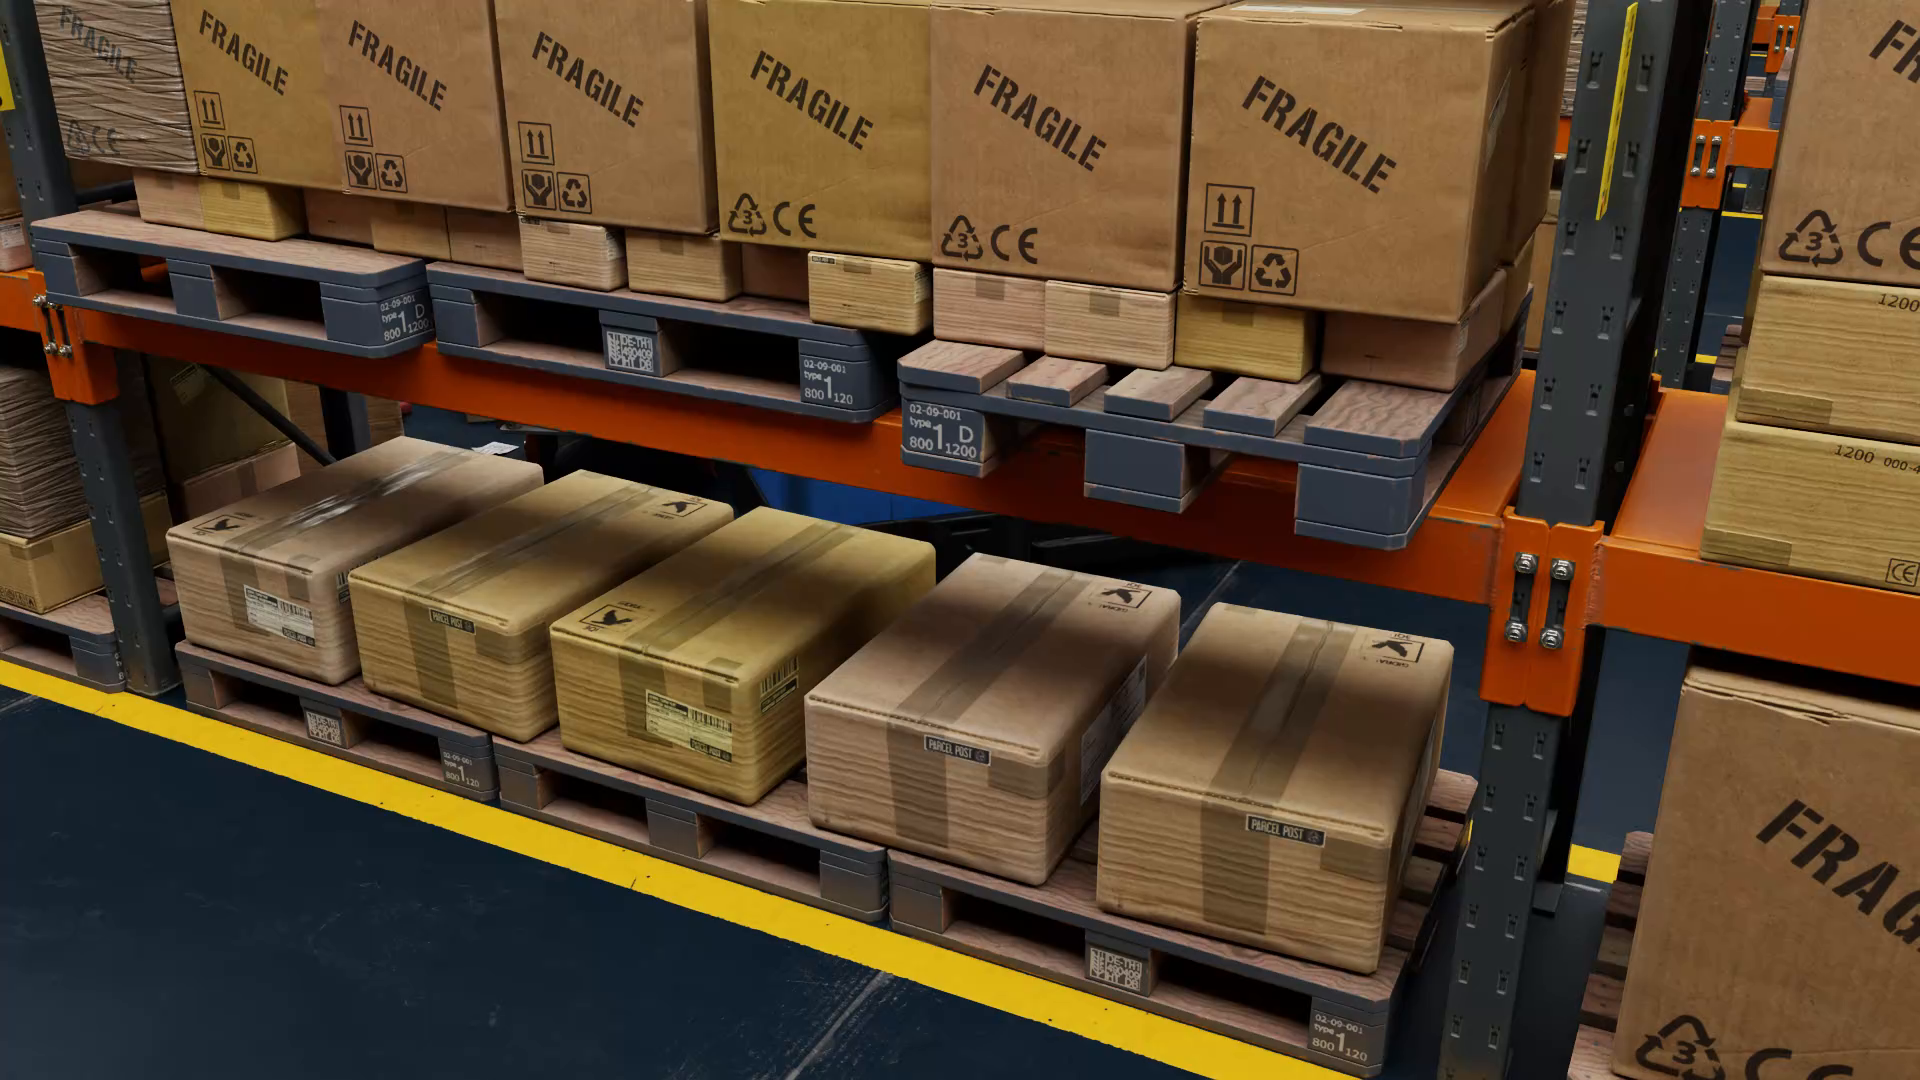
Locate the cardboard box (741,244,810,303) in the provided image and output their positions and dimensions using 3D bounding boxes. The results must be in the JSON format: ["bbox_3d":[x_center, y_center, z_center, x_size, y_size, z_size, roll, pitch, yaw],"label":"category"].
[{"bbox_3d":[-0.283,-0.652,3.735,0.250,0.149,0.380,11,26,25],"label":"cardboard box"}]

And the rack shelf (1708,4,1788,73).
[{"bbox_3d":[3.959,-3.852,12.393,4.000,0.370,1.077,11,25,25],"label":"rack shelf"}]

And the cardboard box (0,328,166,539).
[{"bbox_3d":[-2.946,-0.359,5.279,0.500,0.500,0.500,11,25,24],"label":"cardboard box"}]

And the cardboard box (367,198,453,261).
[{"bbox_3d":[-1.229,-0.814,4.116,0.250,0.149,0.380,12,26,25],"label":"cardboard box"}]

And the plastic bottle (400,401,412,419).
[{"bbox_3d":[-2.602,-0.605,7.596,0.283,0.061,0.133,16,28,33],"label":"plastic bottle"}]

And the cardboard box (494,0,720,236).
[{"bbox_3d":[-0.662,-1.001,3.726,0.500,0.500,0.500,10,25,22],"label":"cardboard box"}]

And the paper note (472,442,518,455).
[{"bbox_3d":[-2.000,-0.398,7.147,0.142,0.019,0.148,11,25,25],"label":"paper note"}]

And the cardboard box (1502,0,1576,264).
[{"bbox_3d":[0.976,-0.905,3.501,0.500,0.500,0.500,10,25,23],"label":"cardboard box"}]

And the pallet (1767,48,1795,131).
[{"bbox_3d":[4.100,-1.938,7.220,1.003,0.211,1.213,11,25,25],"label":"pallet"}]

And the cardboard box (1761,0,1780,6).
[{"bbox_3d":[9.639,-6.481,19.918,0.500,0.311,0.500,12,26,26],"label":"cardboard box"}]

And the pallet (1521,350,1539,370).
[{"bbox_3d":[2.746,-0.997,8.326,1.213,0.211,1.003,11,25,25],"label":"pallet"}]

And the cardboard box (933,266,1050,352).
[{"bbox_3d":[0.136,-0.520,3.424,0.250,0.149,0.380,10,25,22],"label":"cardboard box"}]

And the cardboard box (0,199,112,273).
[{"bbox_3d":[-2.721,-0.910,4.877,0.250,0.149,0.380,11,25,24],"label":"cardboard box"}]

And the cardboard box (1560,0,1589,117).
[{"bbox_3d":[2.893,-2.147,7.338,0.500,0.500,0.500,11,25,25],"label":"cardboard box"}]

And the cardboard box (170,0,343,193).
[{"bbox_3d":[-1.561,-1.180,4.147,0.500,0.500,0.500,11,26,25],"label":"cardboard box"}]

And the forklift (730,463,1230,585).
[{"bbox_3d":[0.696,-1.457,5.930,3.031,2.935,1.130,-7,24,-17],"label":"forklift"}]

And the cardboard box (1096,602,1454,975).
[{"bbox_3d":[0.773,0.544,3.959,0.625,0.372,0.950,9,25,21],"label":"cardboard box"}]

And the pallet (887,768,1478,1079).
[{"bbox_3d":[0.576,0.776,4.155,1.213,0.211,1.003,11,25,25],"label":"pallet"}]

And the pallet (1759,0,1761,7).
[{"bbox_3d":[5.060,-3.830,11.668,1.003,0.211,1.213,11,25,25],"label":"pallet"}]

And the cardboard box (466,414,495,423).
[{"bbox_3d":[-2.056,-0.710,7.581,0.396,0.266,0.258,-5,24,-12],"label":"cardboard box"}]

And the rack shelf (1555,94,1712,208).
[{"bbox_3d":[1.631,-2.137,8.362,4.000,0.370,1.077,11,25,25],"label":"rack shelf"}]

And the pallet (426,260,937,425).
[{"bbox_3d":[-0.512,-0.616,4.110,1.213,0.211,1.003,11,25,25],"label":"pallet"}]

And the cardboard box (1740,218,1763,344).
[{"bbox_3d":[1.820,-0.533,3.223,0.500,0.250,0.500,11,25,24],"label":"cardboard box"}]

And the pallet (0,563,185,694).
[{"bbox_3d":[-2.912,0.102,5.740,1.213,0.211,1.003,11,25,25],"label":"pallet"}]

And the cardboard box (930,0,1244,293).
[{"bbox_3d":[0.275,-0.815,3.290,0.500,0.500,0.500,11,25,24],"label":"cardboard box"}]

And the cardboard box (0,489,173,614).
[{"bbox_3d":[-2.946,-0.013,5.425,0.500,0.250,0.500,12,26,27],"label":"cardboard box"}]

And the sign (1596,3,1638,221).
[{"bbox_3d":[1.036,-0.674,2.623,0.005,0.325,0.100,11,25,25],"label":"sign"}]

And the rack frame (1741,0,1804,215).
[{"bbox_3d":[5.744,-3.830,11.422,0.127,3.000,1.000,11,25,25],"label":"rack frame"}]

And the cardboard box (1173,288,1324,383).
[{"bbox_3d":[0.602,-0.444,3.245,0.250,0.149,0.380,12,26,25],"label":"cardboard box"}]

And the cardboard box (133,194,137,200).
[{"bbox_3d":[-2.433,-1.127,5.388,0.250,0.149,0.380,11,25,24],"label":"cardboard box"}]

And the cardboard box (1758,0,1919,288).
[{"bbox_3d":[1.603,-0.702,2.663,0.500,0.500,0.500,10,25,23],"label":"cardboard box"}]

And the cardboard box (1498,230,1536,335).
[{"bbox_3d":[1.067,-0.568,3.538,0.250,0.149,0.380,10,25,22],"label":"cardboard box"}]

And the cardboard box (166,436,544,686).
[{"bbox_3d":[-1.828,0.033,5.161,0.625,0.372,0.950,12,26,25],"label":"cardboard box"}]

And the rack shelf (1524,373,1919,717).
[{"bbox_3d":[3.058,0.316,2.594,4.000,0.370,1.077,11,25,25],"label":"rack shelf"}]

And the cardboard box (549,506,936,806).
[{"bbox_3d":[-0.563,0.281,4.578,0.625,0.372,0.950,12,26,26],"label":"cardboard box"}]

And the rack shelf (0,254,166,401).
[{"bbox_3d":[-4.082,-1.097,5.916,4.000,0.370,1.077,11,25,25],"label":"rack shelf"}]

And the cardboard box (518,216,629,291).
[{"bbox_3d":[-0.796,-0.705,3.859,0.250,0.149,0.380,12,26,27],"label":"cardboard box"}]

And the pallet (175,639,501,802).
[{"bbox_3d":[-1.602,0.345,5.168,1.213,0.211,1.003,11,25,25],"label":"pallet"}]

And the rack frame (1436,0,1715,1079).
[{"bbox_3d":[1.273,-0.369,3.284,0.127,3.000,1.000,11,25,25],"label":"rack frame"}]

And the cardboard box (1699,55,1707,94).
[{"bbox_3d":[5.133,-3.335,11.932,0.500,0.250,0.500,12,26,27],"label":"cardboard box"}]

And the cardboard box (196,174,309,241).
[{"bbox_3d":[-1.727,-0.897,4.312,0.250,0.149,0.380,12,26,26],"label":"cardboard box"}]
